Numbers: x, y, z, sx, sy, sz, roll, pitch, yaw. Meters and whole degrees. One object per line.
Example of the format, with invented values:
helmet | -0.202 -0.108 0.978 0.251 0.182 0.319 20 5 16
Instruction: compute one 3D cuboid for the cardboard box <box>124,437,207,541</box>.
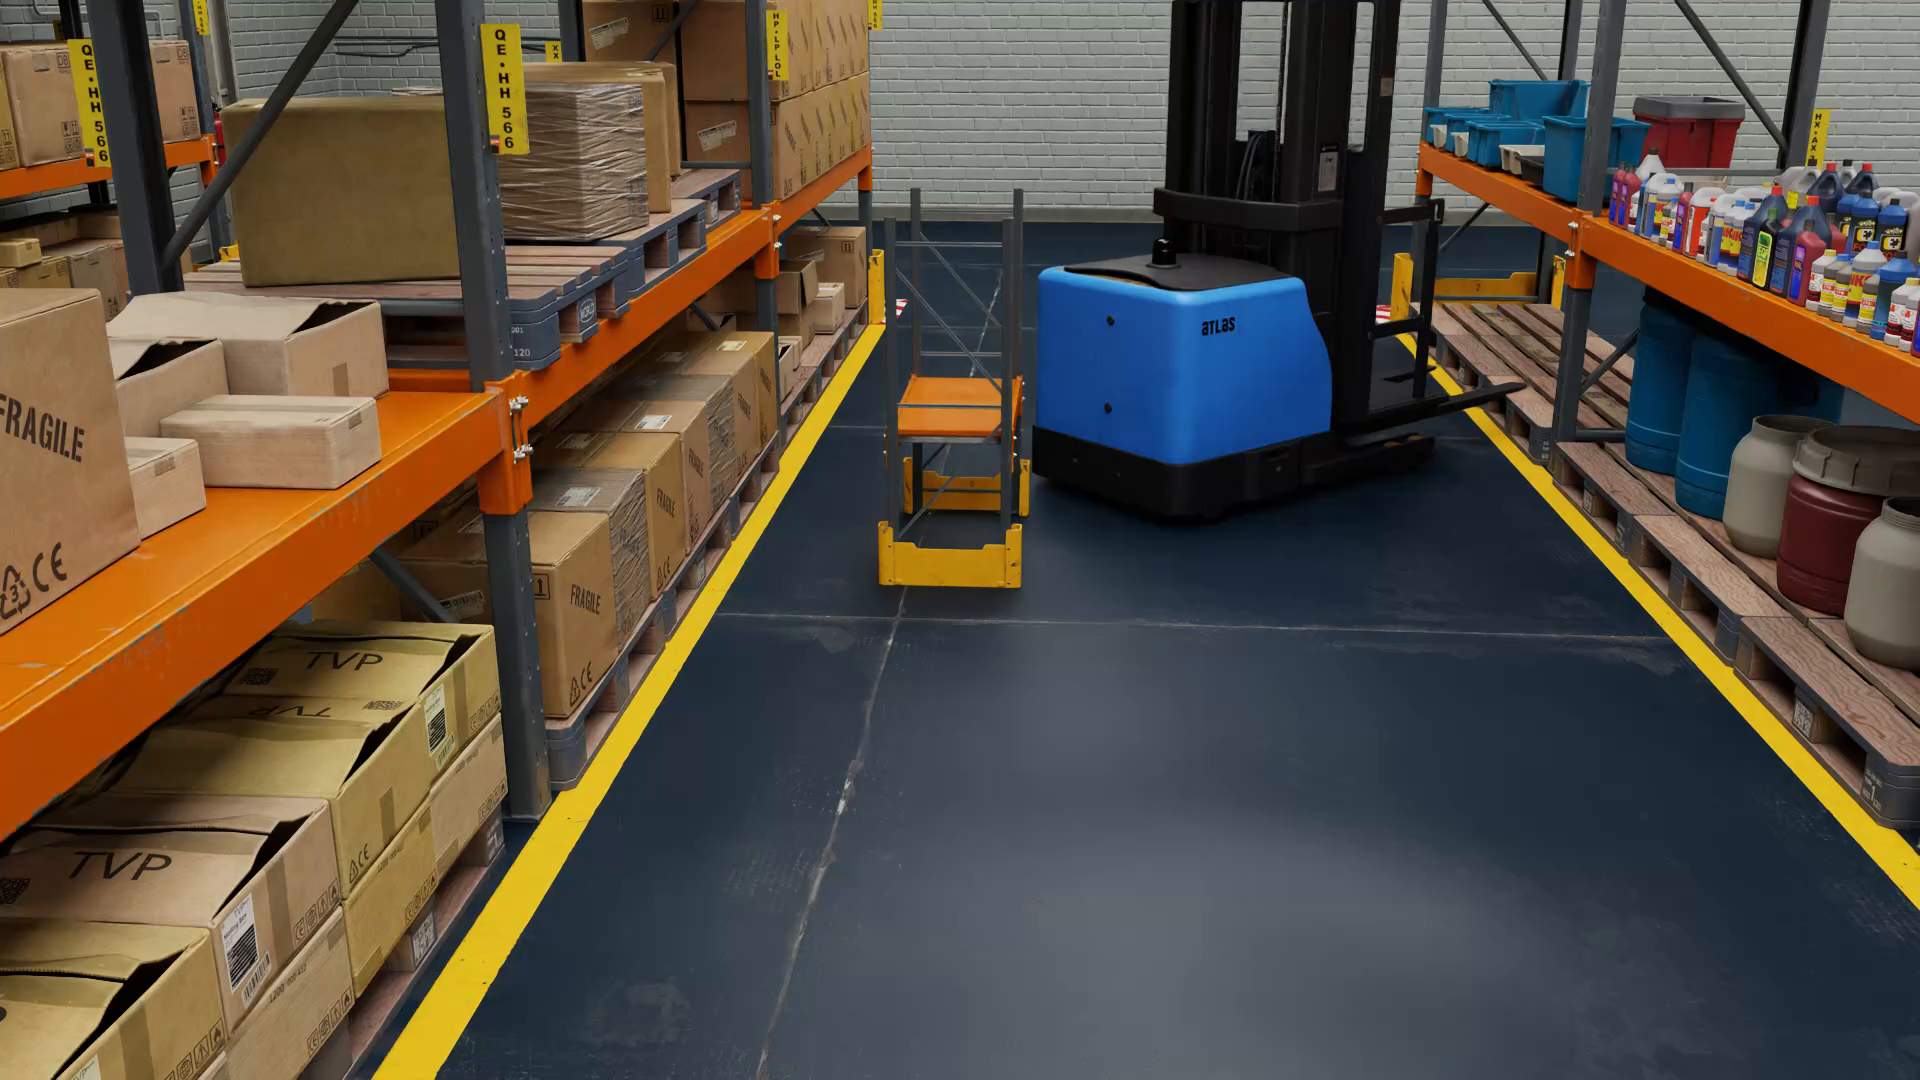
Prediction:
cardboard box | -1.764 -0.107 3.336 0.380 0.149 0.250 3 18 8

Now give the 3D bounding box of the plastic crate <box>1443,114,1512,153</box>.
plastic crate | 3.392 -2.672 10.932 0.416 0.233 0.300 1 18 4

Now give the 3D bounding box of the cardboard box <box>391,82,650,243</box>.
cardboard box | -1.540 -1.349 5.887 0.700 0.500 0.500 5 19 14

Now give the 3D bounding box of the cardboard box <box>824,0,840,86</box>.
cardboard box | -1.017 -3.009 10.023 0.500 0.500 0.500 2 18 6

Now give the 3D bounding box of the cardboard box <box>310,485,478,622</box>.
cardboard box | -1.895 0.059 5.732 0.500 0.500 0.500 2 18 6

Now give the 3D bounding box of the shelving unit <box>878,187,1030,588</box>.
shelving unit | -0.005 -0.689 7.117 0.587 1.500 1.083 1 18 4

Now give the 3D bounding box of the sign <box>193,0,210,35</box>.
sign | -5.556 -3.864 12.158 0.100 0.325 0.005 1 18 4

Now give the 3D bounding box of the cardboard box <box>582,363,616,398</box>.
cardboard box | -1.791 -0.788 7.115 0.500 0.250 0.500 1 18 4

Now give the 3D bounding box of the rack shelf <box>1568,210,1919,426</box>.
rack shelf | 3.355 -0.791 6.176 1.077 0.370 4.000 1 18 4

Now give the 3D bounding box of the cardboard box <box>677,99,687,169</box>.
cardboard box | -1.662 -2.074 8.776 0.500 0.500 0.500 2 18 5

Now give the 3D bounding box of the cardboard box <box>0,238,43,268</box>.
cardboard box | -5.983 -1.790 10.366 0.380 0.149 0.250 1 18 2

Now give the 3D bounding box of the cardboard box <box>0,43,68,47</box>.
cardboard box | -6.164 -2.975 11.205 0.980 0.700 0.700 1 18 3

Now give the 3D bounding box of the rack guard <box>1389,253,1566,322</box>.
rack guard | 3.774 -1.816 12.164 1.175 0.500 0.348 1 18 4

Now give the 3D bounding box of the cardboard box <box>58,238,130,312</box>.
cardboard box | -6.082 -1.854 11.605 0.700 0.500 0.500 1 18 4

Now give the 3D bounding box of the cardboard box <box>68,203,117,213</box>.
cardboard box | -6.237 -2.361 12.110 0.380 0.149 0.250 1 18 4

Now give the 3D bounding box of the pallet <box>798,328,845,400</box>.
pallet | -1.307 -1.134 10.545 1.003 0.211 1.213 1 18 4

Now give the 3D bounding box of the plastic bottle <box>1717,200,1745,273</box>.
plastic bottle | 2.967 -1.163 6.361 0.097 0.271 0.097 0 18 0

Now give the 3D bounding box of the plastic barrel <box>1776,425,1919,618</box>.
plastic barrel | 3.311 -0.069 6.014 0.600 0.588 0.708 1 18 4

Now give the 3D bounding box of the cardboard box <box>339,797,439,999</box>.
cardboard box | -1.556 0.812 3.868 0.500 0.250 0.500 1 18 3

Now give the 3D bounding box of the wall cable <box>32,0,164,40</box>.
wall cable | -6.948 -4.119 13.546 0.084 1.984 1.851 1 18 4

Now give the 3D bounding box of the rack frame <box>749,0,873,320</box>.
rack frame | -1.155 -3.108 12.092 1.000 3.000 0.127 1 18 4

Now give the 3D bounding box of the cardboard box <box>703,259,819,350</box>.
cardboard box | -1.312 -1.472 10.402 0.797 0.503 0.637 1 18 4

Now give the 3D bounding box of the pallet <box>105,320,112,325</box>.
pallet | -6.165 -1.265 10.944 1.003 0.211 1.213 1 18 4

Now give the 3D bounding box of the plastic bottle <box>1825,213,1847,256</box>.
plastic bottle | 3.055 -1.001 5.848 0.061 0.283 0.133 1 18 4

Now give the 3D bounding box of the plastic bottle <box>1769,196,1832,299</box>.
plastic bottle | 2.950 -1.027 5.820 0.144 0.351 0.185 1 18 4

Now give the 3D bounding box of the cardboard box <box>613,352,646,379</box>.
cardboard box | -1.746 -0.576 7.673 0.500 0.500 0.500 2 18 5

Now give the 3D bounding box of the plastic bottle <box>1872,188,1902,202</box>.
plastic bottle | 3.731 -1.296 6.759 0.152 0.276 0.135 1 18 4

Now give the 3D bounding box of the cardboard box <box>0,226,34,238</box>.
cardboard box | -6.326 -1.968 10.909 0.380 0.149 0.250 1 18 4

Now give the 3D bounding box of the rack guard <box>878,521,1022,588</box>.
rack guard | -0.041 0.060 6.840 0.587 0.250 0.087 1 18 4

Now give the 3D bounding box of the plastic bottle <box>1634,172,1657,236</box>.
plastic bottle | 3.040 -1.481 7.332 0.097 0.271 0.097 0 18 0

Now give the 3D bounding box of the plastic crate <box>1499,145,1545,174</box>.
plastic crate | 3.324 -2.205 9.662 0.293 0.136 0.466 1 18 4

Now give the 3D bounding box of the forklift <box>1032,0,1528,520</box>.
forklift | 1.819 -1.841 8.333 3.031 2.935 1.130 -14 23 -37

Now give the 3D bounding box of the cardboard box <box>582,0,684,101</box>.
cardboard box | -1.663 -2.551 8.626 0.500 0.500 0.500 1 18 4

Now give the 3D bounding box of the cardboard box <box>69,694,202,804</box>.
cardboard box | -2.088 0.536 3.810 0.500 0.311 0.500 1 18 3

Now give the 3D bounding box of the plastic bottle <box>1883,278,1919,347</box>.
plastic bottle | 2.866 -0.690 5.031 0.097 0.201 0.097 0 18 0

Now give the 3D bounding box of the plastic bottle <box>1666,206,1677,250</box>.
plastic bottle | 3.010 -1.315 6.938 0.097 0.201 0.097 0 18 0

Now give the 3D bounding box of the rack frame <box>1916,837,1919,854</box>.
rack frame | 3.212 -0.512 4.168 1.000 3.000 0.127 1 18 4

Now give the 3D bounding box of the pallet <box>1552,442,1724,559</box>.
pallet | 3.402 -0.190 7.665 1.003 0.211 1.213 1 18 4

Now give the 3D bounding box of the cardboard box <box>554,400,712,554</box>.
cardboard box | -1.305 -0.260 6.709 0.500 0.500 0.500 1 18 2

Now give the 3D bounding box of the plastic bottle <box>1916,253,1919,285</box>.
plastic bottle | 3.519 -1.058 5.912 0.144 0.351 0.185 1 18 4

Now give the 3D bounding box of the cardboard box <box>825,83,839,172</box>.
cardboard box | -1.027 -2.538 10.191 0.500 0.500 0.500 1 18 3

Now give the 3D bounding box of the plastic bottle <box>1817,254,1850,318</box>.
plastic bottle | 2.900 -0.841 5.492 0.097 0.201 0.097 0 18 0

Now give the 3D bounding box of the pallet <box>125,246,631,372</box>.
pallet | -1.750 -0.745 5.186 1.213 0.211 1.003 1 18 4

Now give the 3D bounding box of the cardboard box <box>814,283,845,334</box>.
cardboard box | -1.046 -1.542 11.021 0.500 0.250 0.500 1 18 4

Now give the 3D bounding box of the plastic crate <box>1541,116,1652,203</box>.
plastic crate | 3.192 -1.928 8.418 0.392 0.384 0.575 1 18 4

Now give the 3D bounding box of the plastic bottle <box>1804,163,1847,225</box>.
plastic bottle | 3.602 -1.384 6.908 0.144 0.351 0.185 1 18 4

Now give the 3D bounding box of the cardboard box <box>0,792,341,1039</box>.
cardboard box | -1.590 0.703 3.300 0.500 0.311 0.500 1 18 4

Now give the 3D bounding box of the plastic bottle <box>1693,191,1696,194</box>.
plastic bottle | 3.185 -1.414 7.240 0.097 0.201 0.097 0 18 0

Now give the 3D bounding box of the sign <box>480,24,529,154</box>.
sign | -1.174 -1.163 4.294 0.100 0.325 0.005 1 18 4

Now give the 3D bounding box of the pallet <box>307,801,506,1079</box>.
pallet | -1.826 0.956 4.166 1.003 0.211 1.213 1 18 4
